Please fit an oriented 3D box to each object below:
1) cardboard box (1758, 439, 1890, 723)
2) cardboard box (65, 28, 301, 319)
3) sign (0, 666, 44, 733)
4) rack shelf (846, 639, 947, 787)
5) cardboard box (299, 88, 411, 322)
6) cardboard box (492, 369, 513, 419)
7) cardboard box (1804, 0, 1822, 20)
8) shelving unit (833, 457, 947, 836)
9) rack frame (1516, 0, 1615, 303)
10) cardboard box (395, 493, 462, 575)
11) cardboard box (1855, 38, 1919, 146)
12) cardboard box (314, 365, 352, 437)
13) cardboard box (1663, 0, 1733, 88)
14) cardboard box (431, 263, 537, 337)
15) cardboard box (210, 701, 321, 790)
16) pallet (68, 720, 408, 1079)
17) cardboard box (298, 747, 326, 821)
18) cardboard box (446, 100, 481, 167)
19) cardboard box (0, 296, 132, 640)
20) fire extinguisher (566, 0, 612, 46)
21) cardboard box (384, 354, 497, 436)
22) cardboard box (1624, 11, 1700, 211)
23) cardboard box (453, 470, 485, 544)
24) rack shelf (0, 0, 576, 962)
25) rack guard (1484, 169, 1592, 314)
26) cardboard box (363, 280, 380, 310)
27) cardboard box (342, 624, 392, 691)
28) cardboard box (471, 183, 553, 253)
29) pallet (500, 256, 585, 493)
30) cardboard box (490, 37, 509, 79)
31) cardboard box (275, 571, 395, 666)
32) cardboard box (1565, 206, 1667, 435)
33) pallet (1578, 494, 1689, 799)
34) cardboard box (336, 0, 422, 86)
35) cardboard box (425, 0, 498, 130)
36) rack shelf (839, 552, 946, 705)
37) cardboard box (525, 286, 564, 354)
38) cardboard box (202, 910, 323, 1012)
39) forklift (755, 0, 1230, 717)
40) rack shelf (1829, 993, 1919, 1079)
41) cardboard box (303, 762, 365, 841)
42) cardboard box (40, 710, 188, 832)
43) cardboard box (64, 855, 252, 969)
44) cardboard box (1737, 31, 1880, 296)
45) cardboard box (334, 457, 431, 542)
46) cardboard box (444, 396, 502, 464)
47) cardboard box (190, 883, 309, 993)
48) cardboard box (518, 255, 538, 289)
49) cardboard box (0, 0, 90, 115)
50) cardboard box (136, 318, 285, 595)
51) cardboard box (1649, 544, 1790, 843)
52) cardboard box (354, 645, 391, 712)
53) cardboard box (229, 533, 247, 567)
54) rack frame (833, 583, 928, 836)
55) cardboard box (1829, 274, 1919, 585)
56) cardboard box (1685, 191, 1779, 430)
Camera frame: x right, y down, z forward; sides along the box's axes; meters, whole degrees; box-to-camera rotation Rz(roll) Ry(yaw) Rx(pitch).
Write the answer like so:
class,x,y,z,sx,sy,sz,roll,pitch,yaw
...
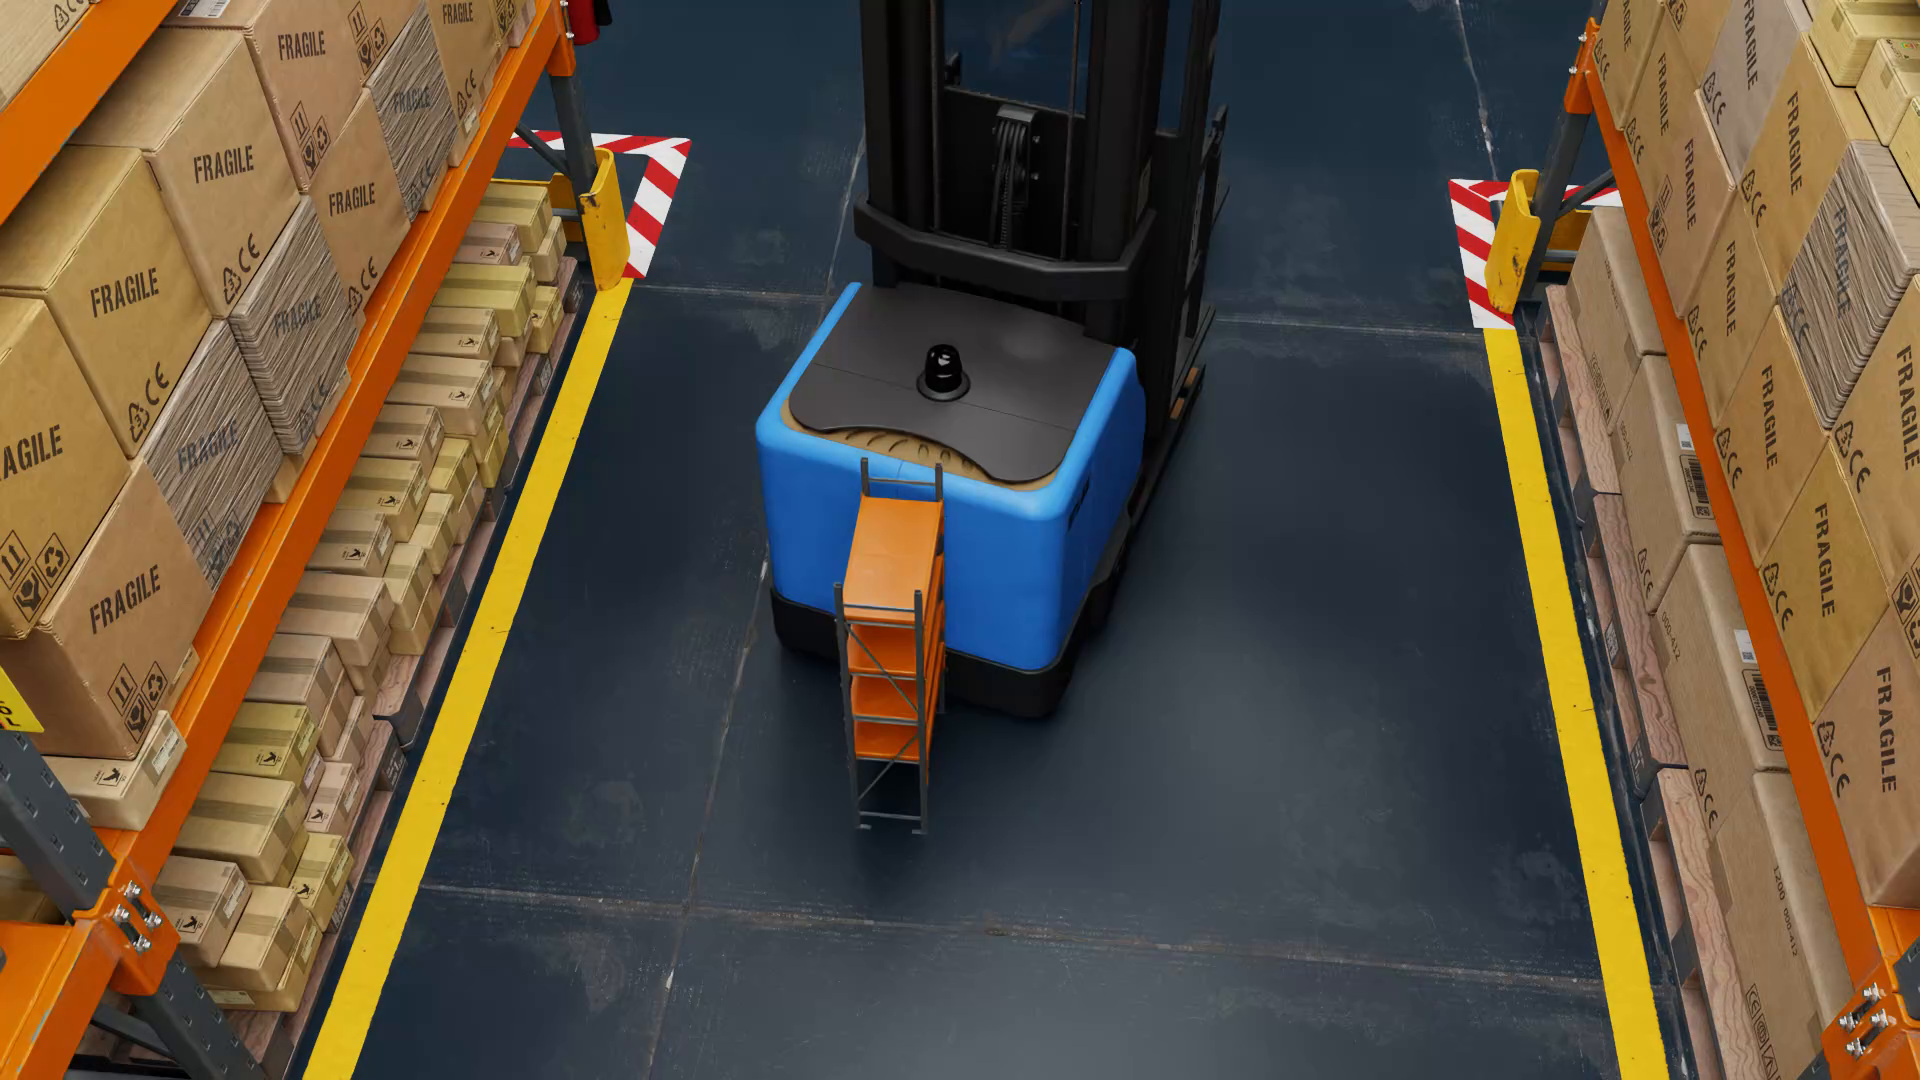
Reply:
class,x,y,z,sx,sy,sz,roll,pitch,yaw
cardboard box,2.346,0.113,4.047,0.500,0.500,0.500,3,48,3
cardboard box,-2.030,-0.913,4.105,0.500,0.500,0.500,5,48,4
sign,-1.869,0.268,3.187,0.100,0.325,0.005,4,48,4
rack shelf,-0.197,0.536,5.307,0.258,0.148,0.480,5,48,4
cardboard box,-1.987,-0.985,4.849,0.500,0.500,0.500,6,48,5
cardboard box,-1.940,-0.528,6.347,0.380,0.149,0.250,4,48,4
cardboard box,2.440,-1.452,4.360,0.380,0.149,0.250,4,48,4
shelving unit,-0.197,0.356,5.111,0.258,1.200,0.503,5,48,4
rack frame,2.881,-2.057,6.098,1.000,3.000,0.127,4,48,4
cardboard box,-1.941,-0.033,5.694,0.380,0.149,0.250,4,48,4
cardboard box,2.414,-1.072,4.013,0.380,0.149,0.250,4,48,4
cardboard box,-1.999,-0.448,4.797,0.380,0.149,0.250,6,48,5
cardboard box,2.513,-1.714,5.040,0.500,0.500,0.500,3,48,2
cardboard box,-1.831,-0.910,6.294,0.380,0.149,0.250,3,48,3
cardboard box,-2.126,0.617,4.897,0.380,0.149,0.250,3,48,3
pallet,-2.396,1.069,5.129,1.003,0.211,1.213,4,48,4
cardboard box,-2.150,0.726,4.999,0.380,0.149,0.250,4,48,3
cardboard box,-1.874,-1.417,5.684,0.380,0.149,0.250,5,48,5
cardboard box,-2.138,-0.163,3.419,0.500,0.500,0.500,5,48,4
fire extinguisher,-1.575,-2.317,6.642,0.296,0.674,0.183,4,48,4
cardboard box,-1.886,-0.523,5.940,0.380,0.149,0.250,5,48,5
cardboard box,2.533,-1.383,5.415,0.500,0.500,0.500,3,48,3
cardboard box,-1.946,-0.136,5.989,0.380,0.149,0.250,5,48,4
rack shelf,-2.240,-0.603,5.256,1.077,0.370,4.000,4,48,4
rack guard,2.883,-1.231,7.037,1.175,0.500,0.348,4,48,4
cardboard box,-2.019,-0.835,5.151,0.380,0.149,0.250,5,48,4
cardboard box,-2.075,0.327,5.364,0.380,0.149,0.250,6,48,5
cardboard box,-1.854,-1.290,6.641,0.380,0.149,0.250,4,48,4
pallet,-2.174,-0.724,6.769,1.003,0.211,1.213,4,48,4
cardboard box,-1.866,-1.792,6.026,0.380,0.149,0.250,4,48,3
cardboard box,-2.021,0.242,5.240,0.380,0.149,0.250,5,48,4
cardboard box,2.920,-0.842,6.439,0.875,0.438,0.875,2,48,2
pallet,2.772,0.371,5.767,1.003,0.211,1.213,4,48,4
cardboard box,-1.936,-1.679,4.806,0.500,0.500,0.500,6,48,5
cardboard box,-1.894,-1.724,5.524,0.500,0.500,0.500,3,48,3
rack shelf,-0.197,0.251,4.995,0.258,0.148,0.480,5,48,4
cardboard box,-1.821,-0.898,6.686,0.380,0.149,0.250,5,48,5
cardboard box,-2.069,1.199,4.768,0.380,0.149,0.250,2,48,2
forklift,0.347,-1.501,5.637,1.130,2.935,3.031,16,49,14
rack shelf,2.334,2.595,2.331,1.077,0.370,4.000,4,48,4
cardboard box,-2.074,0.817,5.118,0.380,0.149,0.250,4,48,3
cardboard box,-2.071,0.523,3.909,0.380,0.149,0.250,5,48,5
cardboard box,-2.185,1.004,4.543,0.380,0.149,0.250,6,48,5
cardboard box,2.430,-0.969,4.358,0.500,0.500,0.500,4,48,4
cardboard box,-2.017,-0.142,5.591,0.380,0.149,0.250,4,48,4
cardboard box,-1.901,-0.425,6.052,0.380,0.149,0.250,5,48,4
cardboard box,-2.070,1.099,4.658,0.380,0.149,0.250,6,48,5
cardboard box,-1.899,-1.000,6.577,0.380,0.149,0.250,3,48,3
cardboard box,-2.081,-1.029,3.227,0.500,0.250,0.500,3,48,3
cardboard box,-2.088,-0.221,4.150,0.500,0.500,0.500,4,48,4
cardboard box,2.762,0.494,5.217,0.875,0.438,0.875,3,48,2
cardboard box,-2.111,0.427,5.474,0.380,0.149,0.250,2,48,2
cardboard box,-2.118,-0.071,4.452,0.380,0.149,0.250,2,48,2
rack frame,-0.223,0.535,4.947,0.240,1.200,0.015,5,48,4
cardboard box,2.339,-0.226,3.679,0.500,0.500,0.500,3,48,3
cardboard box,2.440,-0.642,4.736,0.500,0.500,0.500,5,48,5
